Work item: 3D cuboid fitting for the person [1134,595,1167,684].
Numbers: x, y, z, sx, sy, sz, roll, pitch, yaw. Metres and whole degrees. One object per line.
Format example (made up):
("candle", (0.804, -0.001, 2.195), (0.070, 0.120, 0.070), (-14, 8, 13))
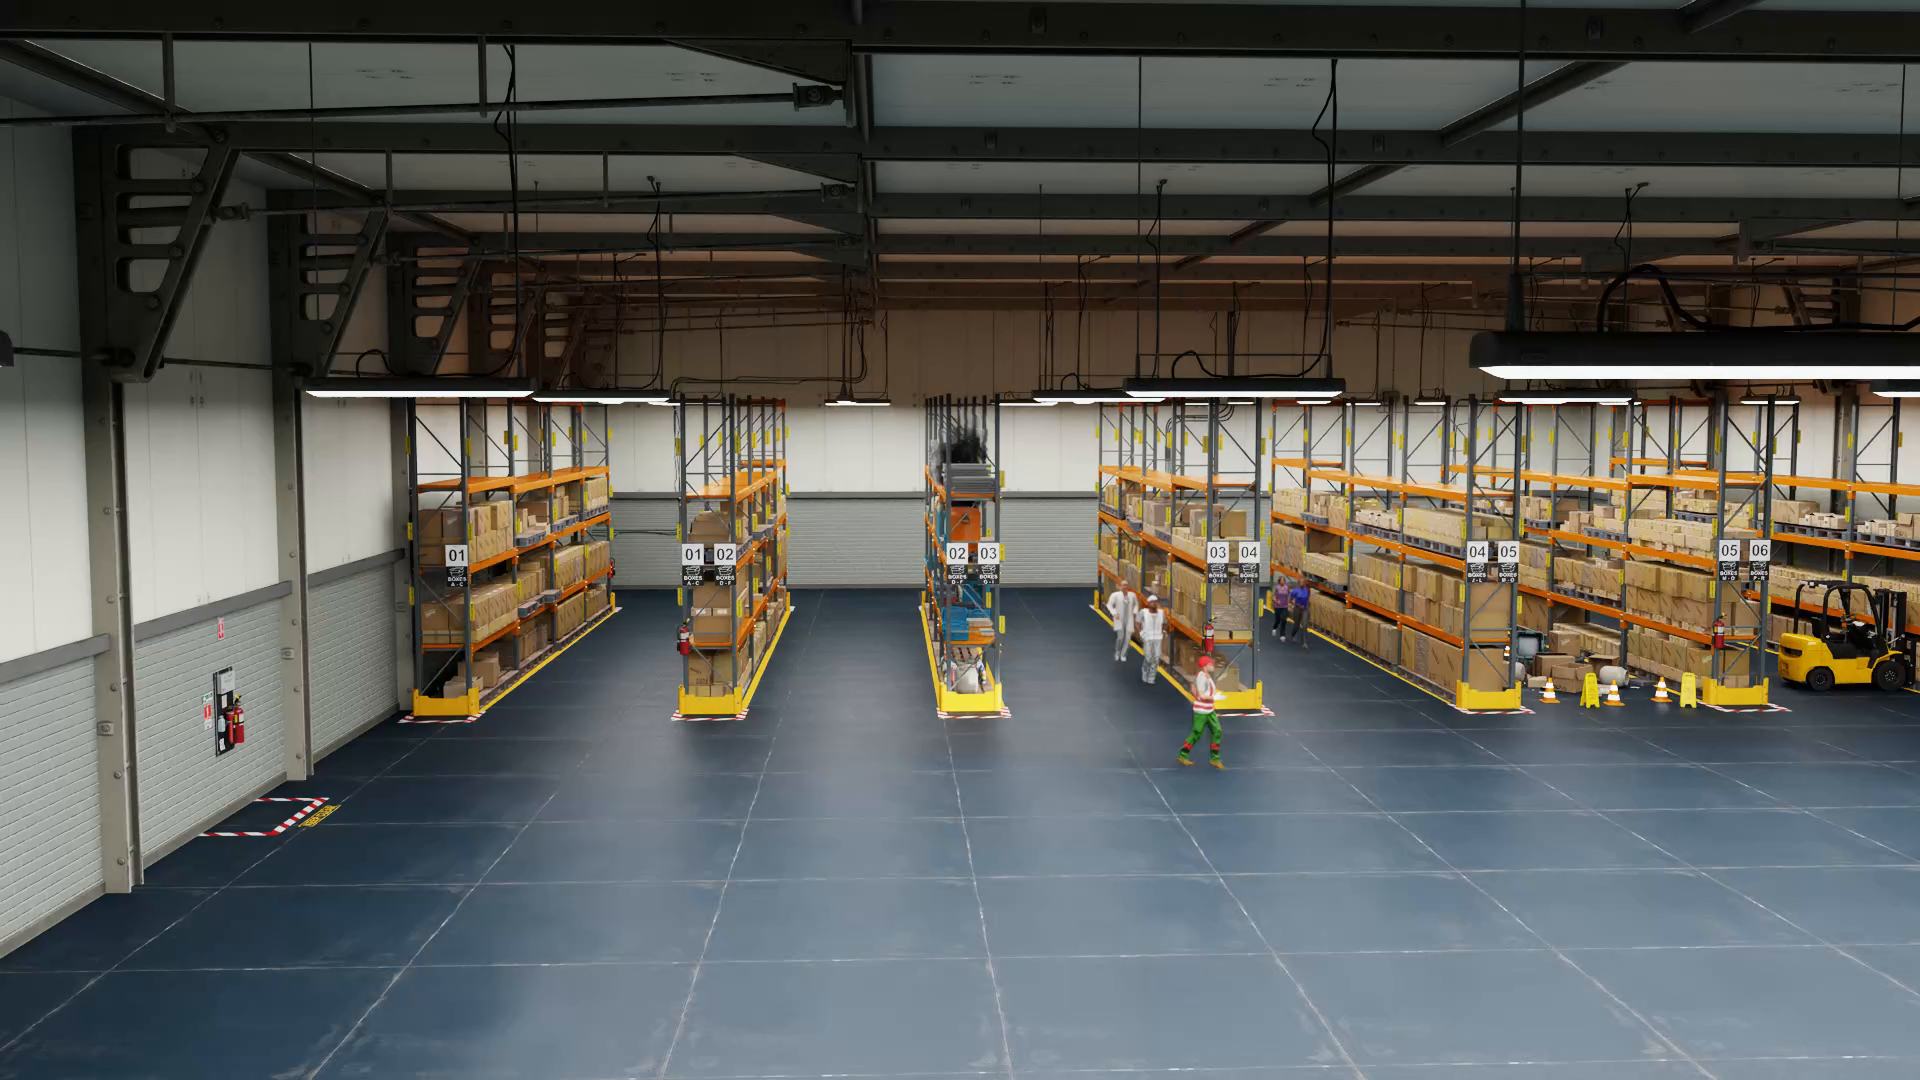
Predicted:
("person", (3.797, 1.966, 32.830), (0.661, 1.751, 0.544), (-1, 5, -9))

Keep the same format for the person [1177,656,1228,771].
("person", (3.836, 2.746, 26.329), (0.813, 1.830, 0.631), (2, 5, 23))

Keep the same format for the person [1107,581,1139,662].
("person", (3.526, 1.744, 35.747), (0.694, 1.749, 0.580), (-1, 5, -8))

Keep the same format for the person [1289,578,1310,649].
("person", (8.189, 1.746, 40.053), (0.578, 1.654, 0.864), (-1, 5, -6))

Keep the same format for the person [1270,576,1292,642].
("person", (7.956, 1.685, 41.211), (0.566, 1.600, 0.728), (0, 5, -5))
